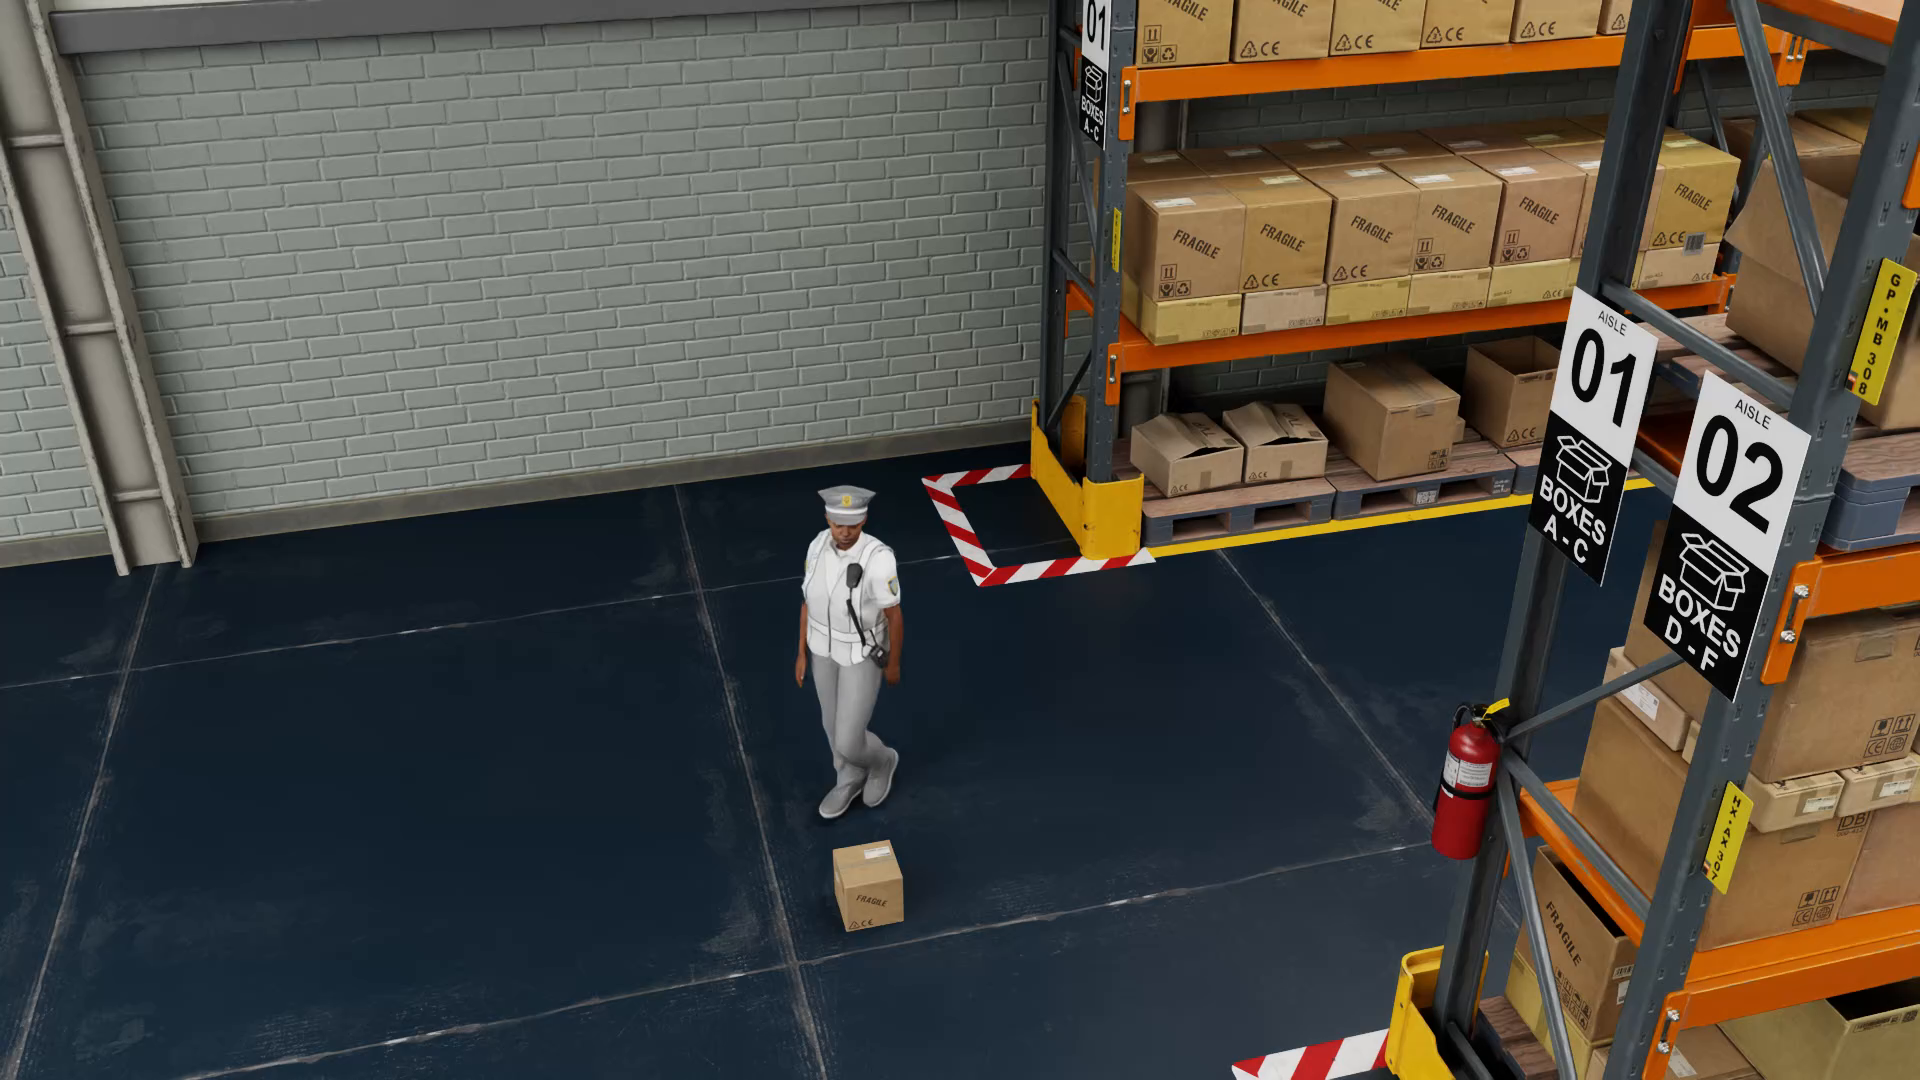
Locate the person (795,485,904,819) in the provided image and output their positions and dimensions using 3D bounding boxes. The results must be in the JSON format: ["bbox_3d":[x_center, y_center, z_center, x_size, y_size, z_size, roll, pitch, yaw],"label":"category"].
[{"bbox_3d":[-0.505,0.520,7.299,0.456,1.683,0.439,19,35,29],"label":"person"}]
